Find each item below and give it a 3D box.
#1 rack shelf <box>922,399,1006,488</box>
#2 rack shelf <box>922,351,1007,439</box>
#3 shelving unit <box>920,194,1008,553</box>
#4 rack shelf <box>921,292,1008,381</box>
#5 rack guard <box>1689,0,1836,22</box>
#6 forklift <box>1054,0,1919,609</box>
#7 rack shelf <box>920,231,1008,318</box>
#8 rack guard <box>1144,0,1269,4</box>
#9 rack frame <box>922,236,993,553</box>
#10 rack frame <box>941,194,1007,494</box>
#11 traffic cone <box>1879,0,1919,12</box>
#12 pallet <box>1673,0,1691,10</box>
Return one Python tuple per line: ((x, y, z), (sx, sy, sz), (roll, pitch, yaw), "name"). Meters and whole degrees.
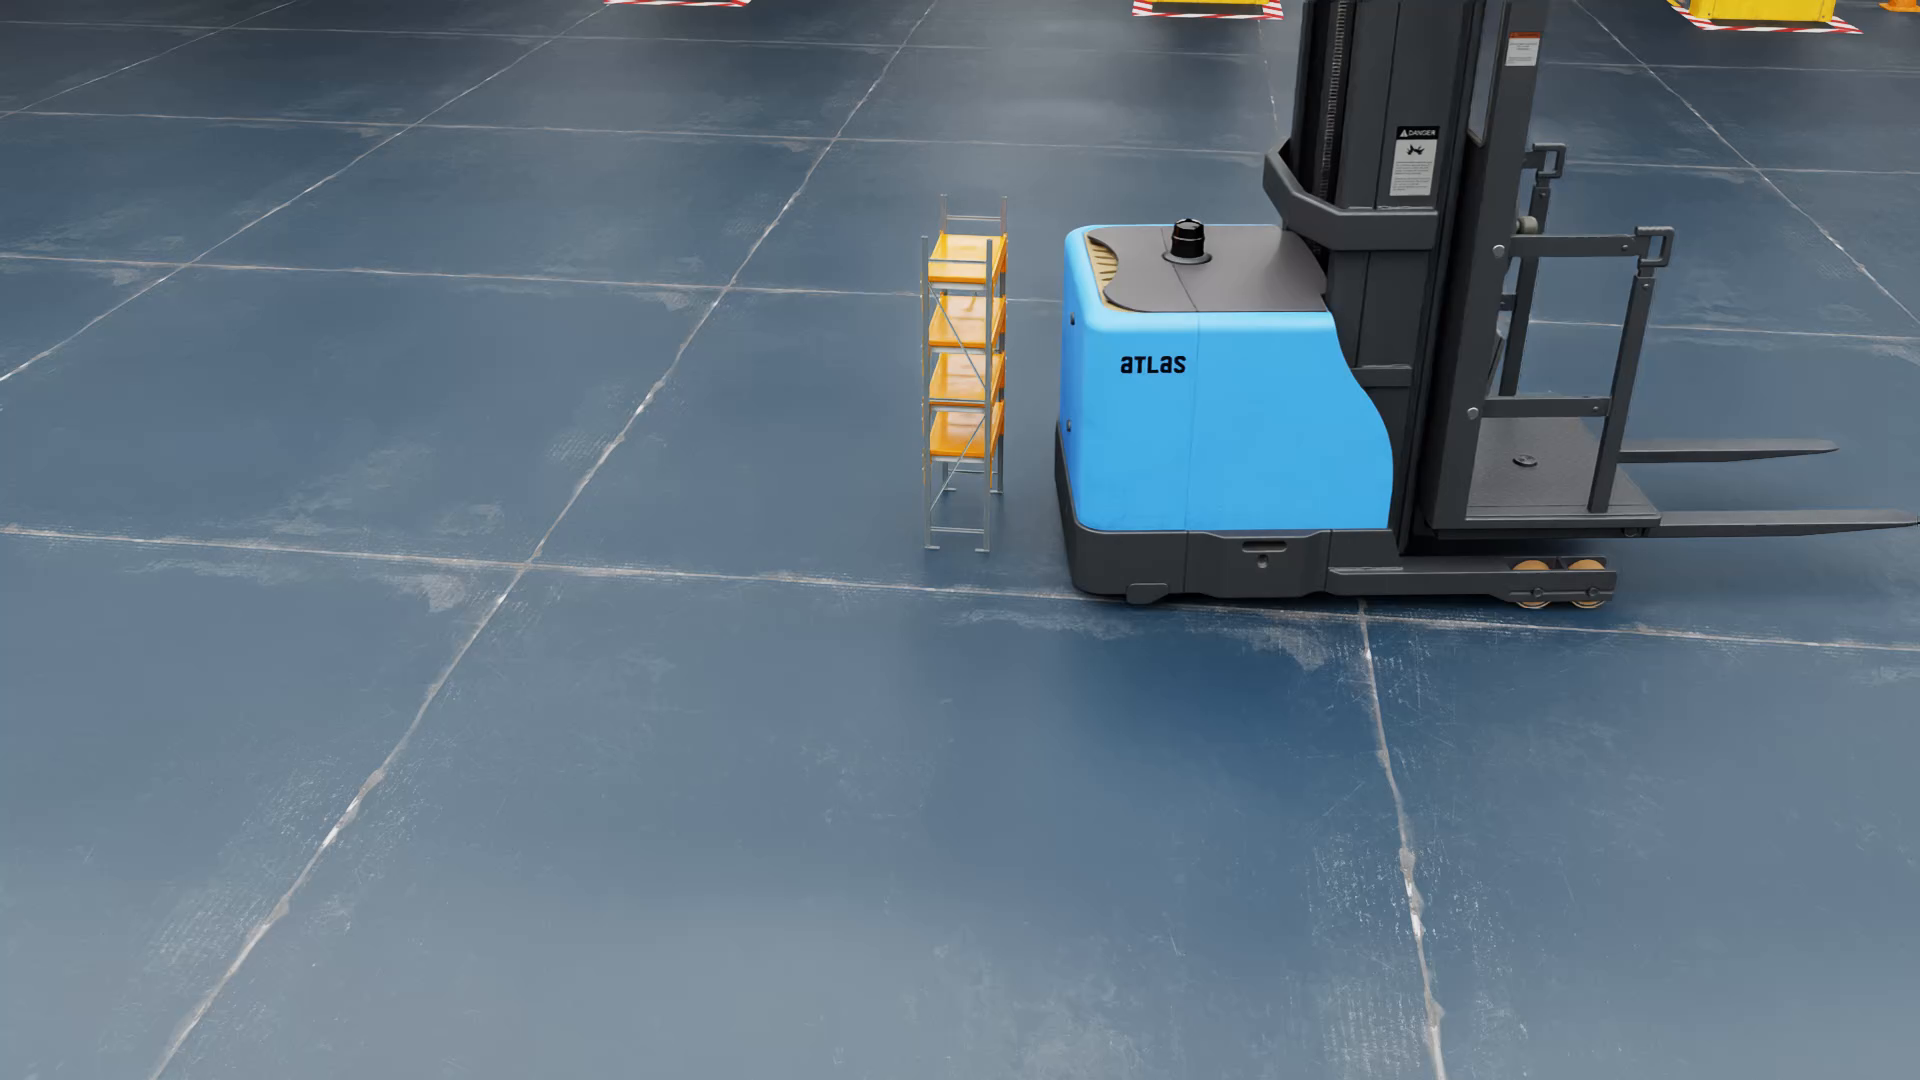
((0.020, -0.372, 6.236), (0.258, 0.148, 0.480), (3, 28, 6), "rack shelf")
((0.020, -0.547, 6.142), (0.258, 0.148, 0.480), (3, 28, 6), "rack shelf")
((0.020, -0.606, 6.110), (0.258, 1.200, 0.503), (3, 28, 6), "shelving unit")
((0.020, -0.744, 6.036), (0.258, 0.148, 0.480), (3, 28, 6), "rack shelf")
((7.228, -4.955, 14.920), (1.175, 0.500, 0.348), (3, 28, 6), "rack guard")
((1.897, -1.302, 5.577), (3.031, 2.935, 1.130), (-1, 28, -1), "forklift")
((0.020, -0.952, 5.924), (0.258, 0.148, 0.480), (3, 28, 6), "rack shelf")
((2.330, -5.338, 15.631), (1.175, 0.500, 0.348), (3, 28, 6), "rack guard")
((-0.010, -0.491, 5.897), (0.240, 1.200, 0.015), (3, 28, 6), "rack frame")
((0.050, -0.721, 6.323), (0.240, 1.200, 0.015), (3, 28, 6), "rack frame")
((8.705, -5.117, 15.261), (0.336, 0.463, 0.334), (3, 28, 6), "traffic cone")
((7.251, -5.220, 15.717), (1.003, 0.211, 1.213), (3, 28, 6), "pallet")
